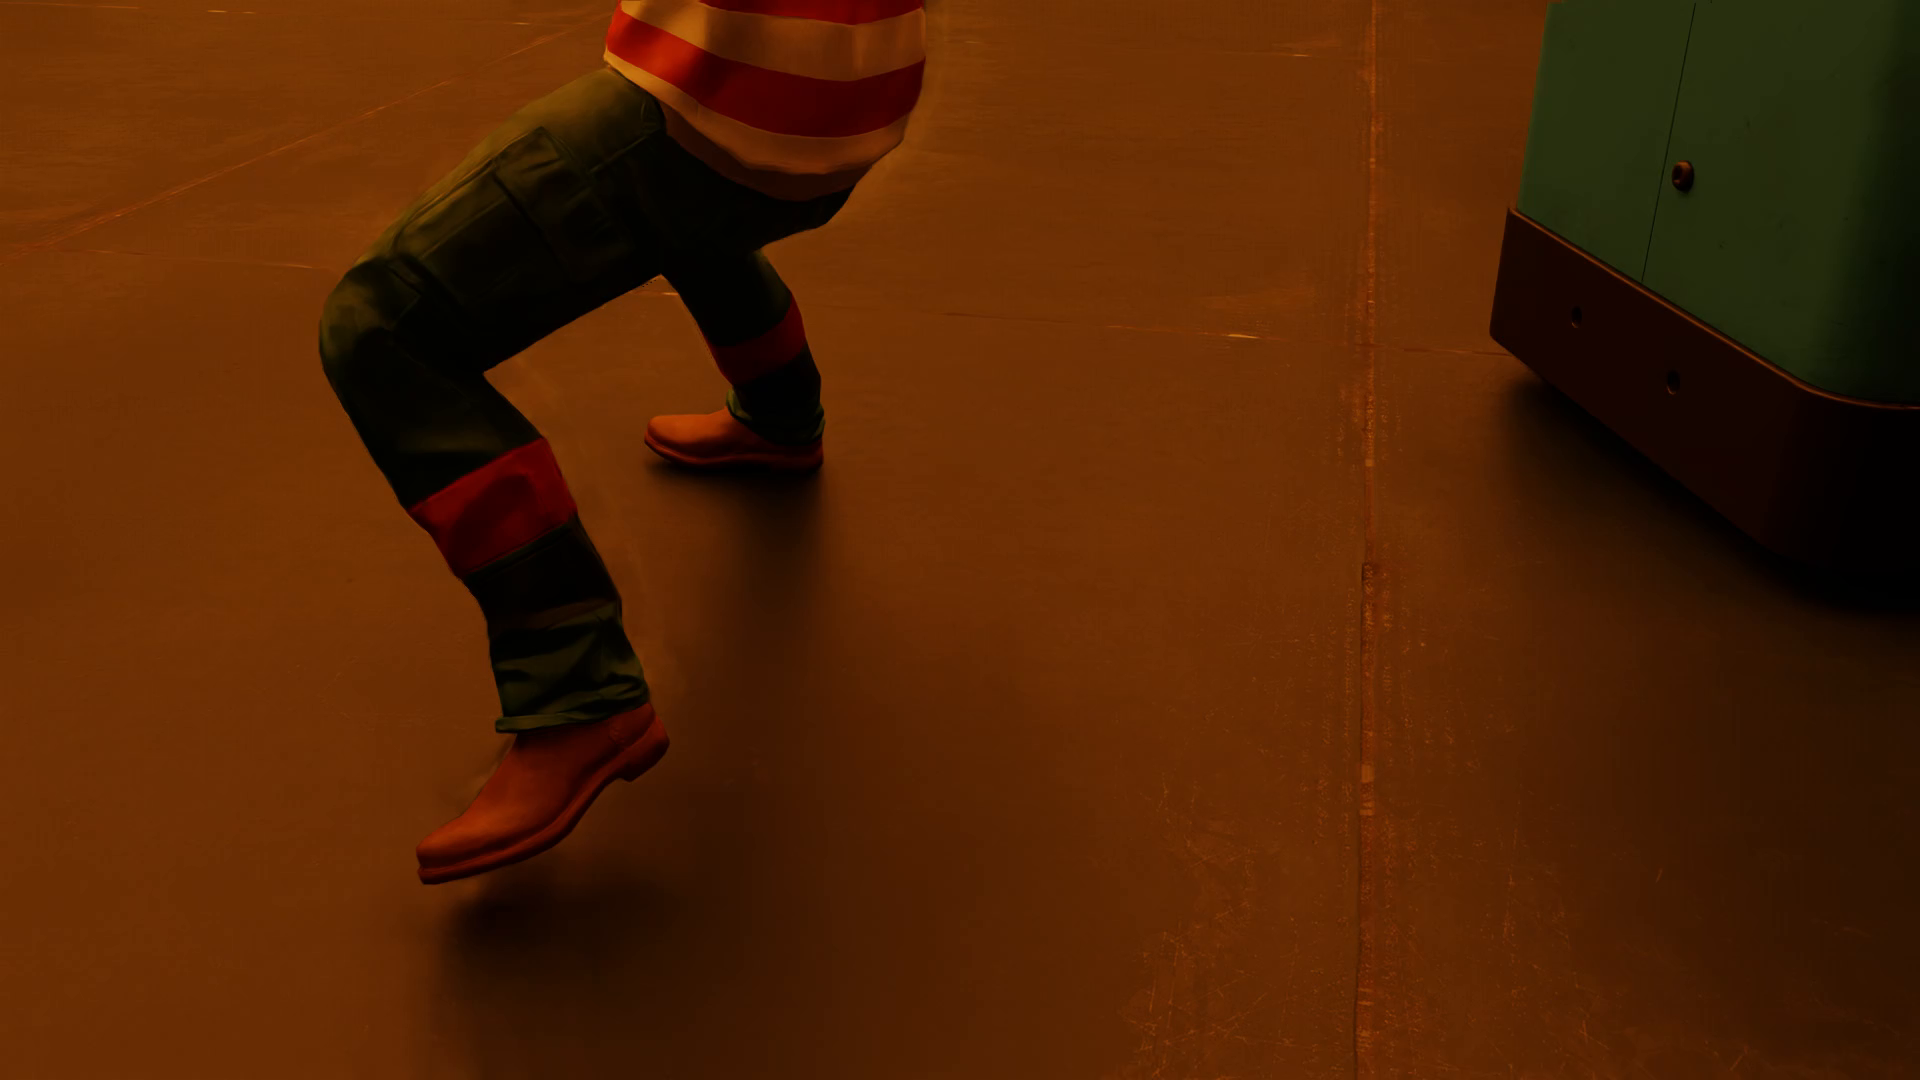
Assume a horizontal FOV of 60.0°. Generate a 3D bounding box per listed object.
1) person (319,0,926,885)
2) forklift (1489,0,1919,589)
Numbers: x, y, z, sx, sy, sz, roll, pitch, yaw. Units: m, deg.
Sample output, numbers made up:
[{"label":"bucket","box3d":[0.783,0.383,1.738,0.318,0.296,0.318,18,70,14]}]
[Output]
[{"label":"person","box3d":[-0.405,-0.567,1.906,0.692,1.548,1.229,11,29,21]},{"label":"forklift","box3d":[2.548,-1.532,2.284,3.031,2.935,1.130,-4,27,-8]}]
